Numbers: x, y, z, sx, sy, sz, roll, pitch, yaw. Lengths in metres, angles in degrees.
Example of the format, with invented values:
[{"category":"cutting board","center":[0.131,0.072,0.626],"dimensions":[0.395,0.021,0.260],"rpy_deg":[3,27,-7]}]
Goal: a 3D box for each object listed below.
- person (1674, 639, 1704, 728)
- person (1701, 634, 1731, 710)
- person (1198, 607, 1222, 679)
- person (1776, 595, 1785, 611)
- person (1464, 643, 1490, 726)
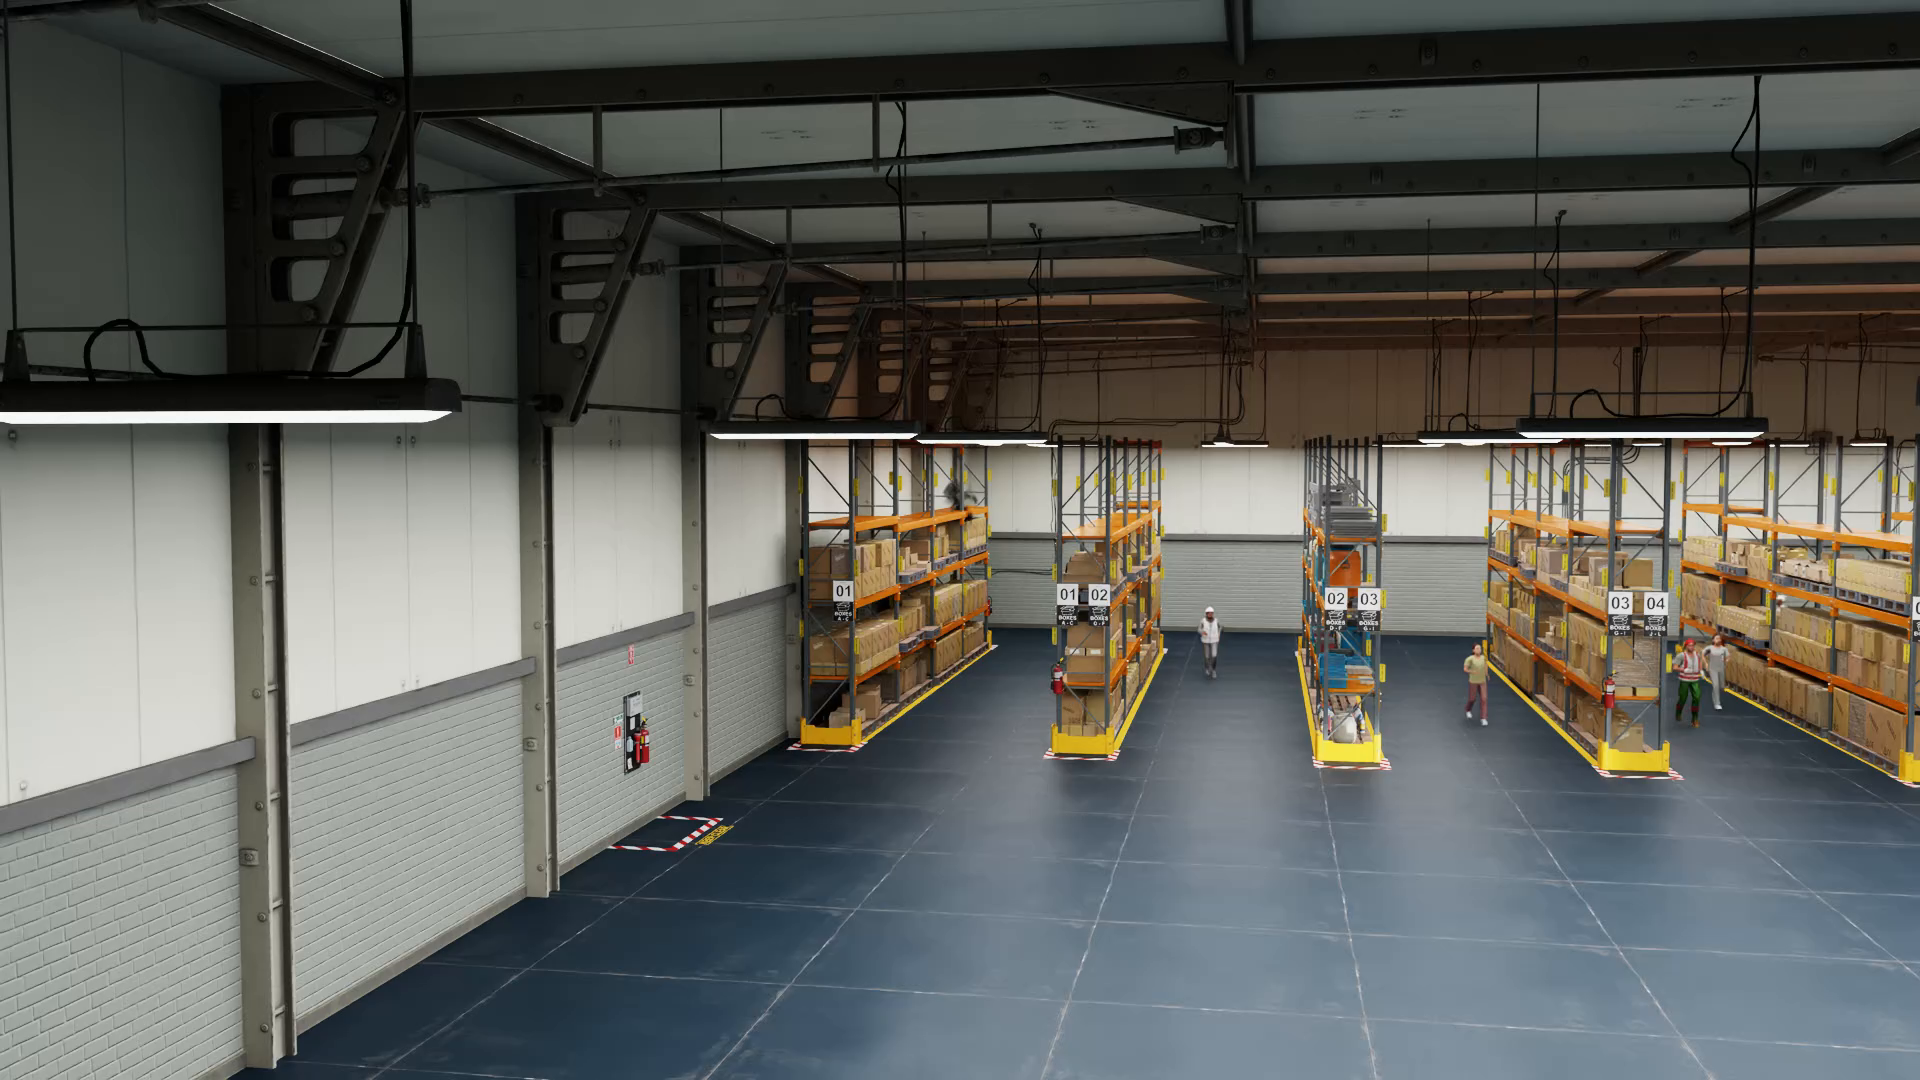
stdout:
[{"category":"person","center":[15.135,2.971,34.533],"dimensions":[0.678,1.865,0.781],"rpy_deg":[0,3,0]},{"category":"person","center":[16.756,2.899,36.833],"dimensions":[0.576,1.643,0.845],"rpy_deg":[1,3,9]},{"category":"person","center":[6.276,2.584,41.821],"dimensions":[0.604,1.810,0.803],"rpy_deg":[0,3,9]},{"category":"person","center":[22.297,2.399,45.312],"dimensions":[0.747,1.817,0.669],"rpy_deg":[0,3,2]},{"category":"person","center":[10.801,2.983,34.749],"dimensions":[0.576,1.660,0.974],"rpy_deg":[0,3,-4]}]
